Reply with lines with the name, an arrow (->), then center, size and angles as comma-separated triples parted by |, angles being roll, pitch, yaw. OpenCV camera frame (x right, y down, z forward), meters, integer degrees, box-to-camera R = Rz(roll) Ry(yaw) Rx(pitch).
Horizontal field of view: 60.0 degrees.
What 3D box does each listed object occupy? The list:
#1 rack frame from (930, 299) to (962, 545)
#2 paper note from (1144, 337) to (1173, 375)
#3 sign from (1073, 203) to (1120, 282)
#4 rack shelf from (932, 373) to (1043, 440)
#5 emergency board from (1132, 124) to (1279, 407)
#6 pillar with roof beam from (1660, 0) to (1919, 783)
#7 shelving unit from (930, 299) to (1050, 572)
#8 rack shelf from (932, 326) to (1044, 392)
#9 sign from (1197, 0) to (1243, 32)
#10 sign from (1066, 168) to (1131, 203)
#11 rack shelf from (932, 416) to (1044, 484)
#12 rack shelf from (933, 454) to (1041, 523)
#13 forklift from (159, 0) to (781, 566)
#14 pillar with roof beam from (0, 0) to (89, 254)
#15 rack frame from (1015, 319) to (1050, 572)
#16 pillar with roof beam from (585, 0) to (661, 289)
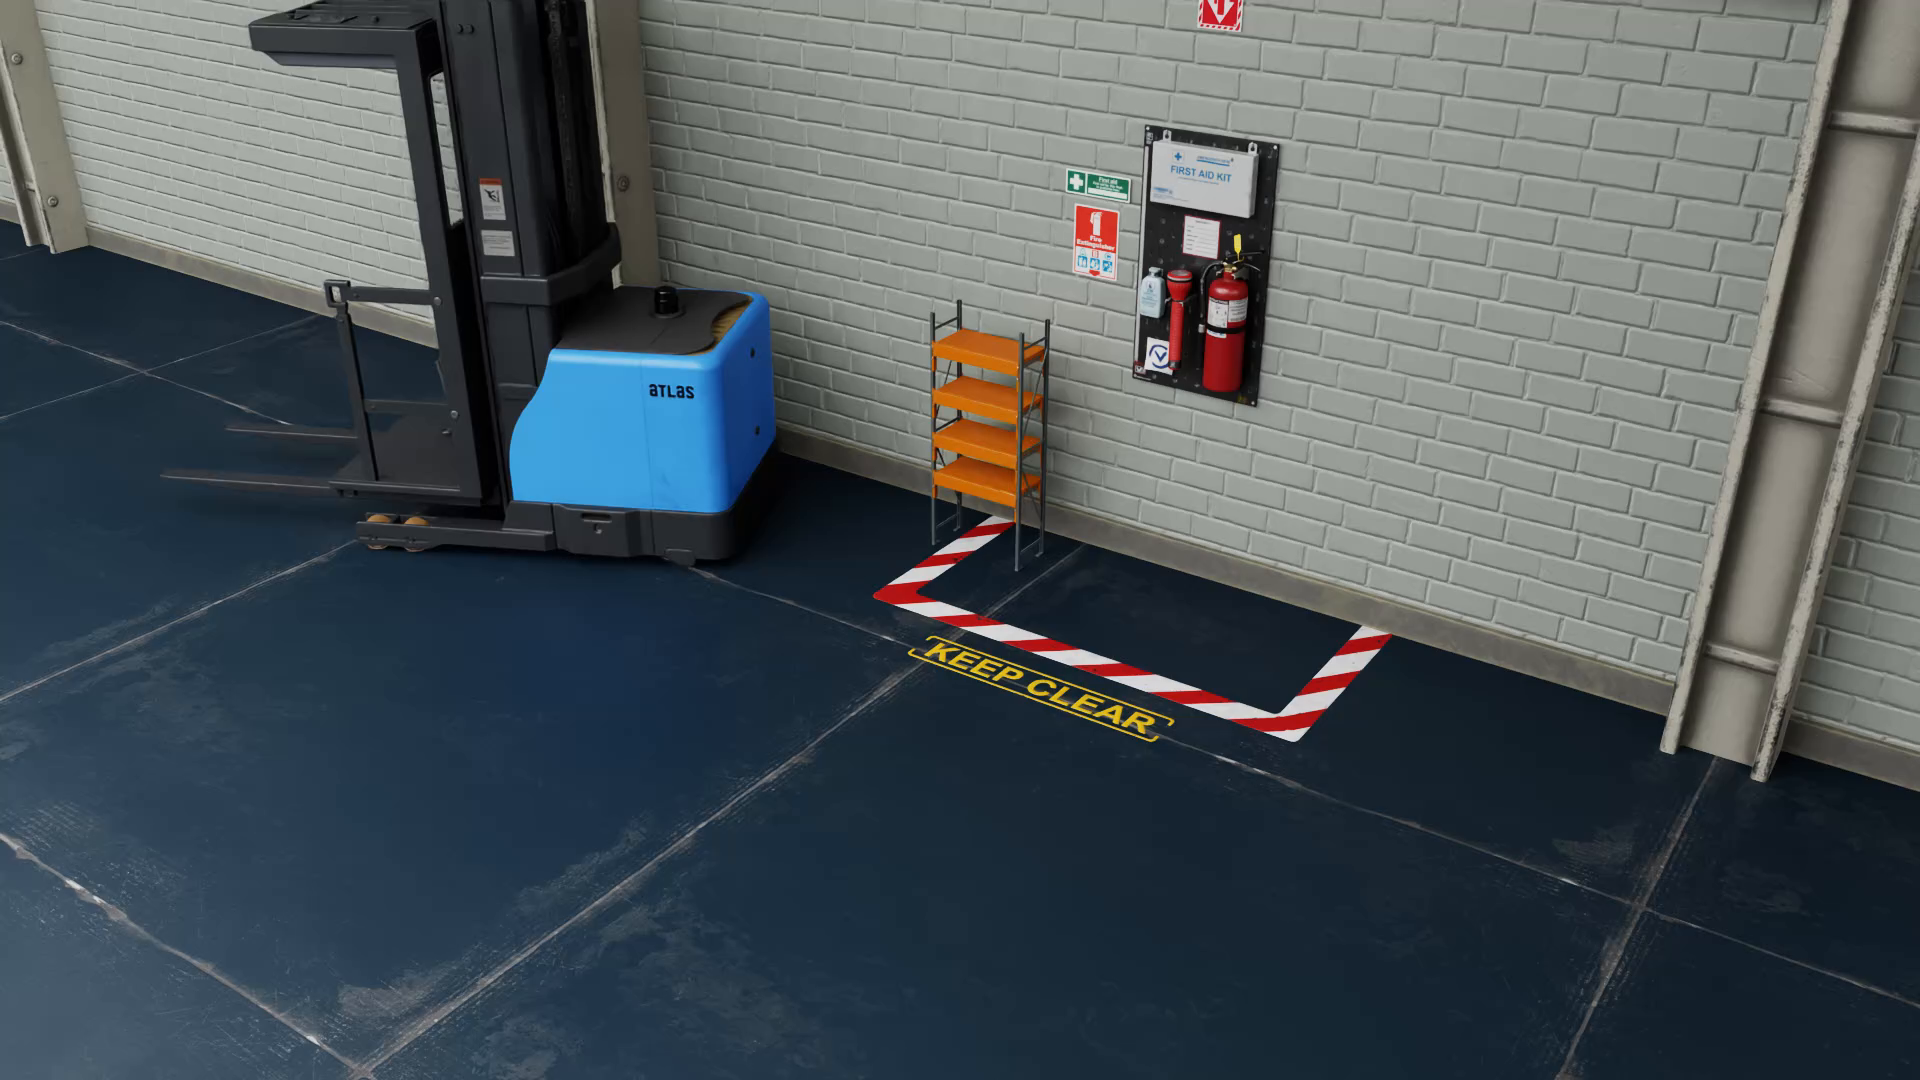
rack frame -> -0.065, -0.555, 8.018 | 0.015, 1.200, 0.240 | 17, 32, 30
paper note -> 0.908, -0.836, 7.556 | 0.142, 0.148, 0.016 | 17, 32, 30
sign -> 0.617, -1.353, 7.563 | 0.234, 0.329, 0.001 | 17, 32, 30
rack shelf -> 0.136, -0.632, 7.823 | 0.480, 0.148, 0.258 | 17, 32, 30
emergency board -> 1.014, -1.157, 7.216 | 0.643, 1.169, 0.194 | 17, 32, 30
pillar with roof beam -> 0.592, -1.572, 1.418 | 0.400, 9.000, 9.100 | 17, 32, 30
shelving unit -> 0.136, -0.492, 7.894 | 0.503, 1.200, 0.258 | 17, 32, 30
rack shelf -> 0.136, -0.842, 7.716 | 0.480, 0.148, 0.258 | 17, 32, 30
sign -> 1.064, -2.229, 6.768 | 0.199, 0.298, 0.001 | 17, 32, 30
sign -> 0.616, -1.585, 7.434 | 0.331, 0.109, 0.001 | 17, 32, 30
rack shelf -> 0.136, -0.432, 7.925 | 0.480, 0.148, 0.258 | 17, 32, 30
rack shelf -> 0.136, -0.255, 8.015 | 0.480, 0.148, 0.258 | 17, 32, 30
forklift -> -2.501, -1.478, 7.923 | 3.031, 2.935, 1.130 | 4, 27, 8
pillar with roof beam -> -9.299, -4.654, 7.473 | 0.400, 9.000, 9.100 | 17, 32, 30
rack frame -> 0.338, -0.430, 7.771 | 0.015, 1.200, 0.240 | 17, 32, 30
pillar with roof beam -> -4.353, -3.113, 4.446 | 0.400, 9.000, 9.100 | 17, 32, 30
